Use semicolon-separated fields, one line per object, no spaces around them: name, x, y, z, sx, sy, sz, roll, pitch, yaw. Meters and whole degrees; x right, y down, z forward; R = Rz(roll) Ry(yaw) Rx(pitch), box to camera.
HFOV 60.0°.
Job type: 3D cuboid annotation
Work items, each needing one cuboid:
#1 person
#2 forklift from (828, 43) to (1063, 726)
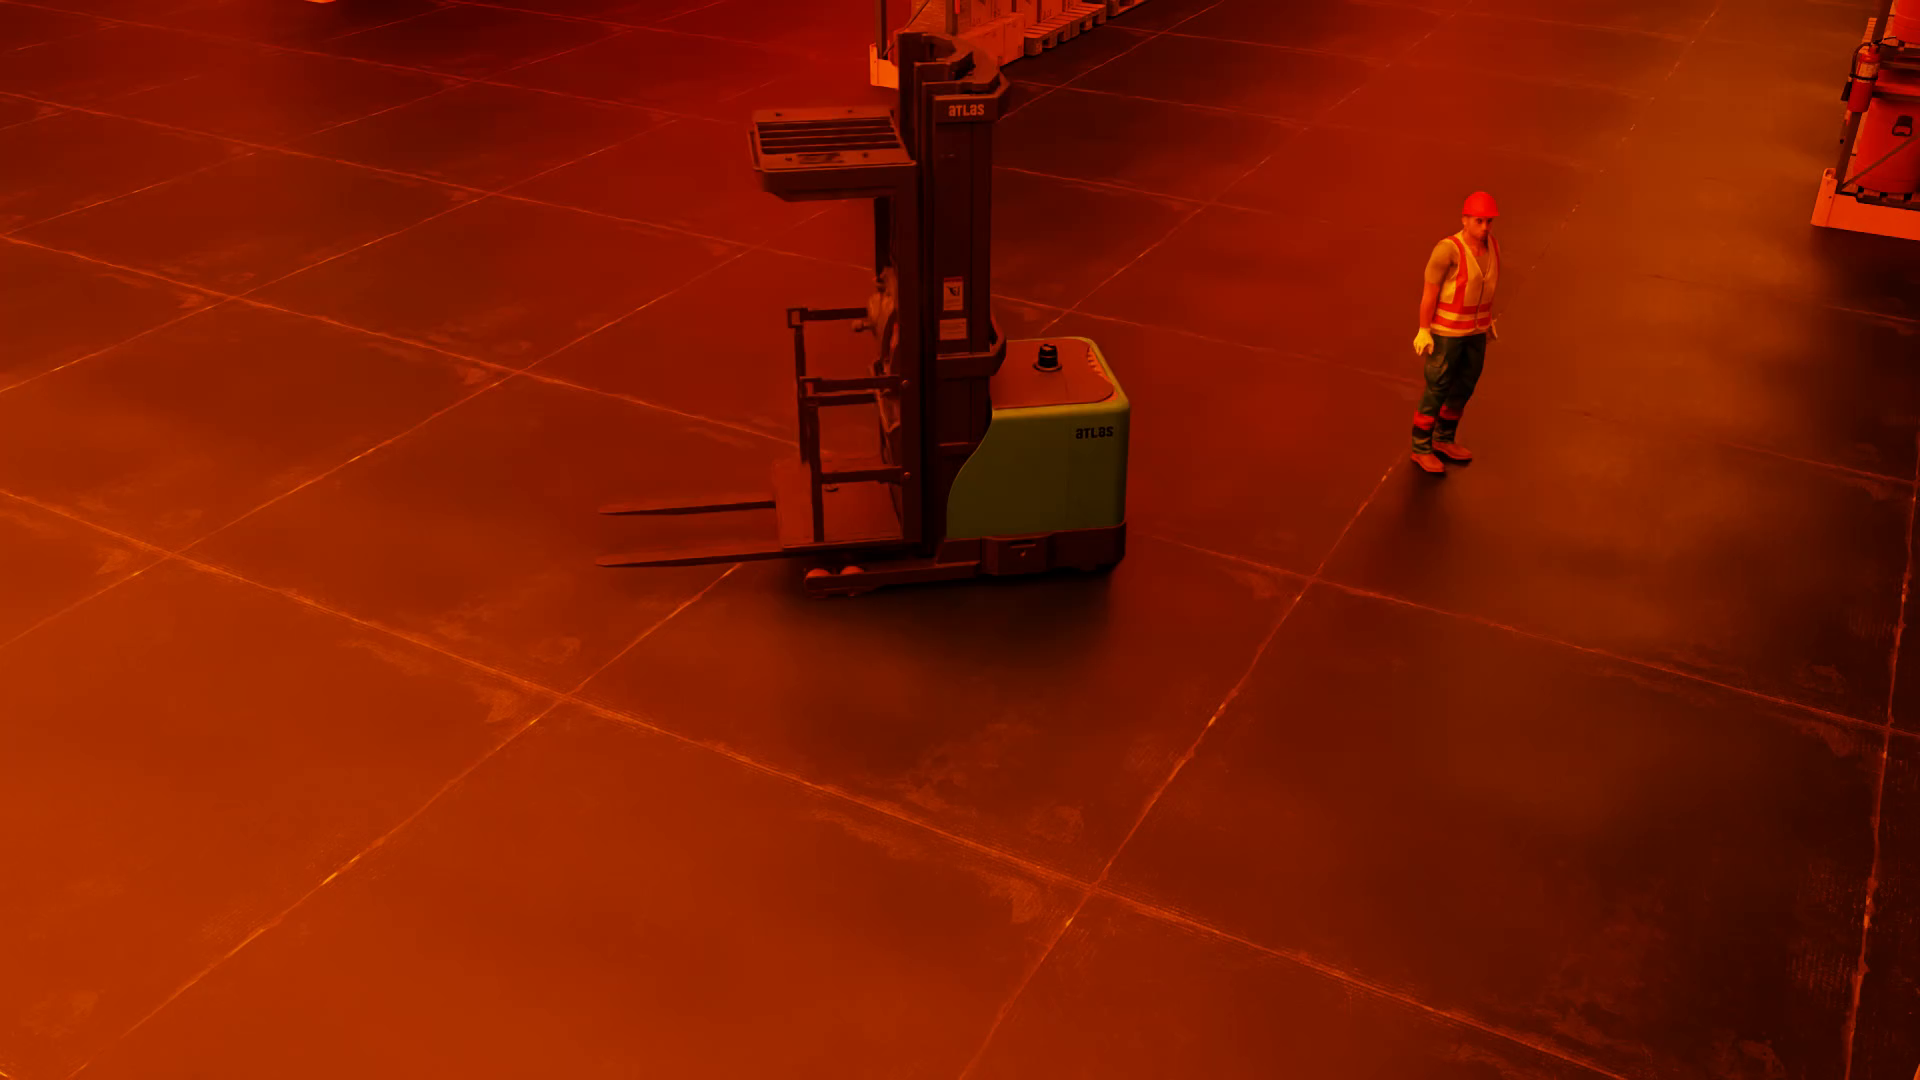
person;3.158;-1.322;10.503;0.525;1.796;0.366;-15;33;-25
forklift;-0.046;-0.956;8.727;1.130;2.935;3.031;3;30;5
